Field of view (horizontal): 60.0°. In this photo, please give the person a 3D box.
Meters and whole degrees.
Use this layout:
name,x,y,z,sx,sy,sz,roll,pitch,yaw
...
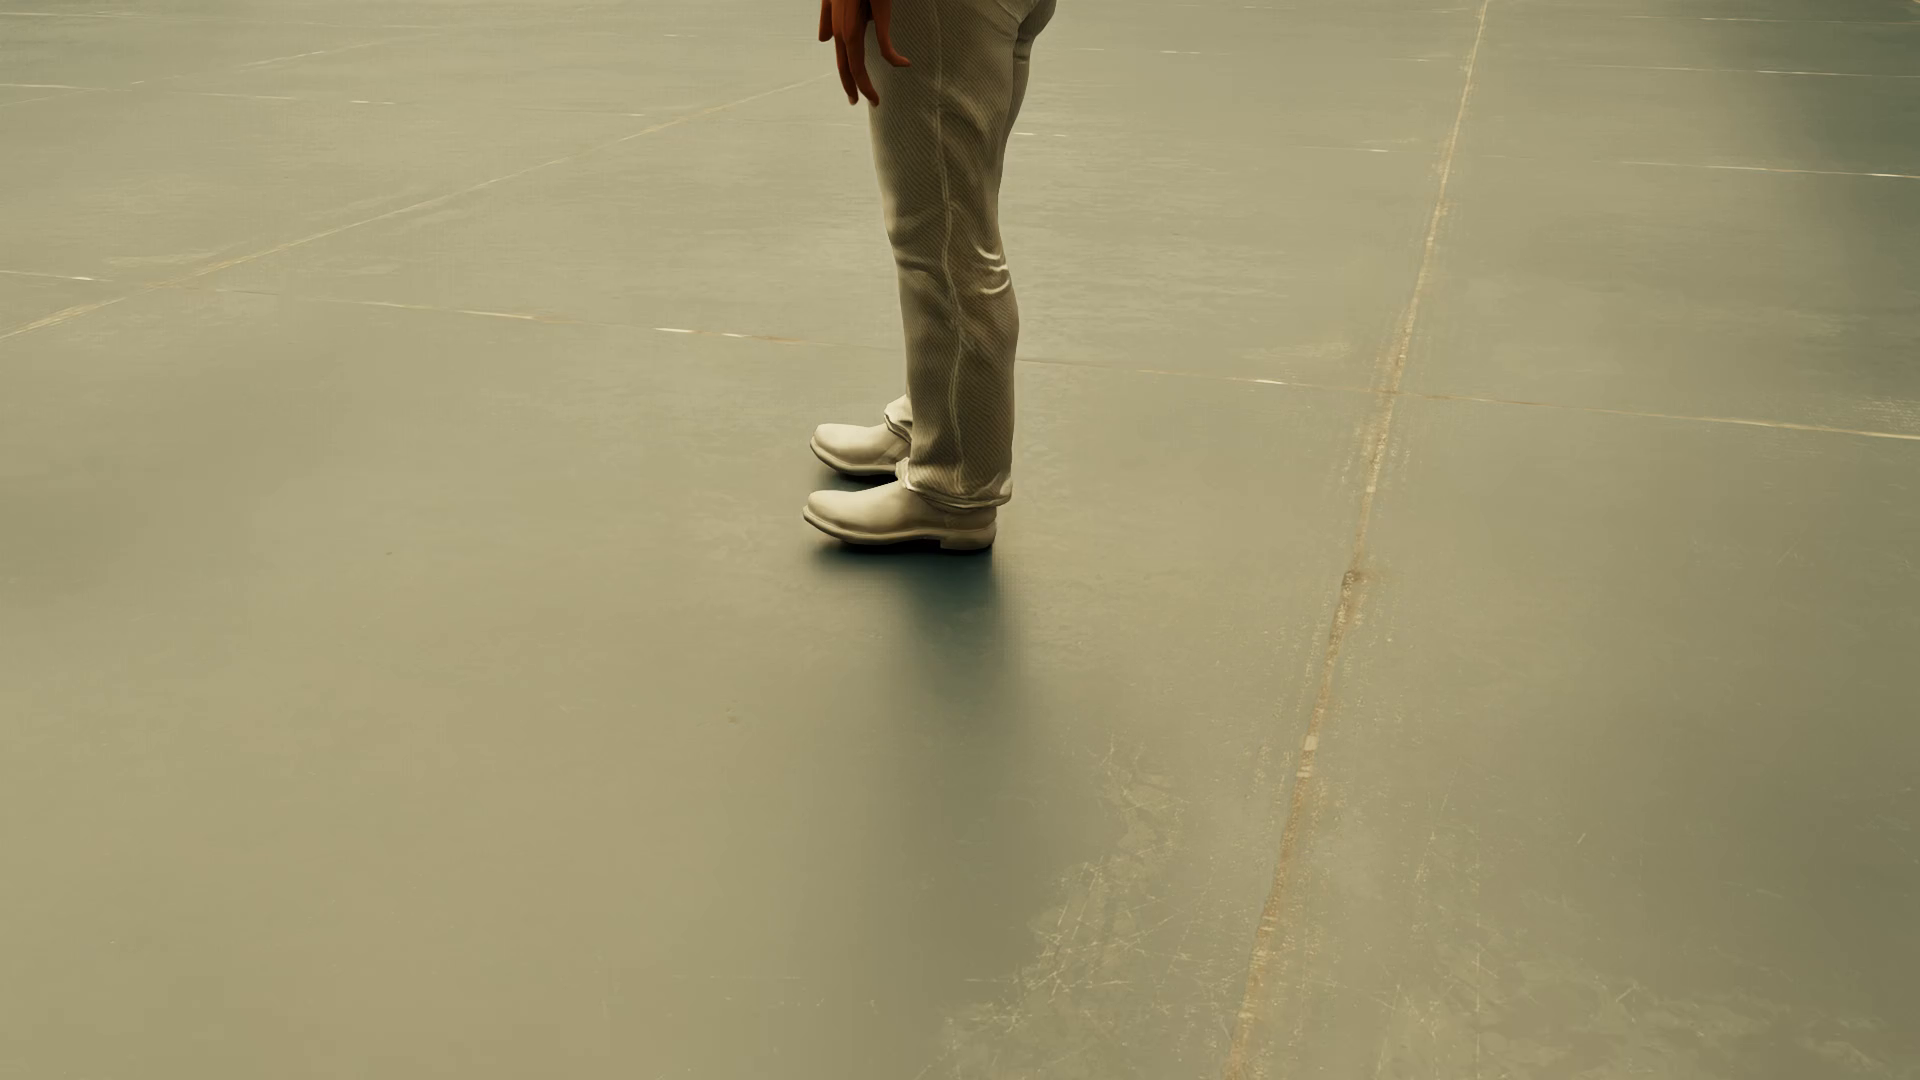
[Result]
name,x,y,z,sx,sy,sz,roll,pitch,yaw
person,-0.064,-0.833,2.306,0.577,1.765,0.665,7,23,16
